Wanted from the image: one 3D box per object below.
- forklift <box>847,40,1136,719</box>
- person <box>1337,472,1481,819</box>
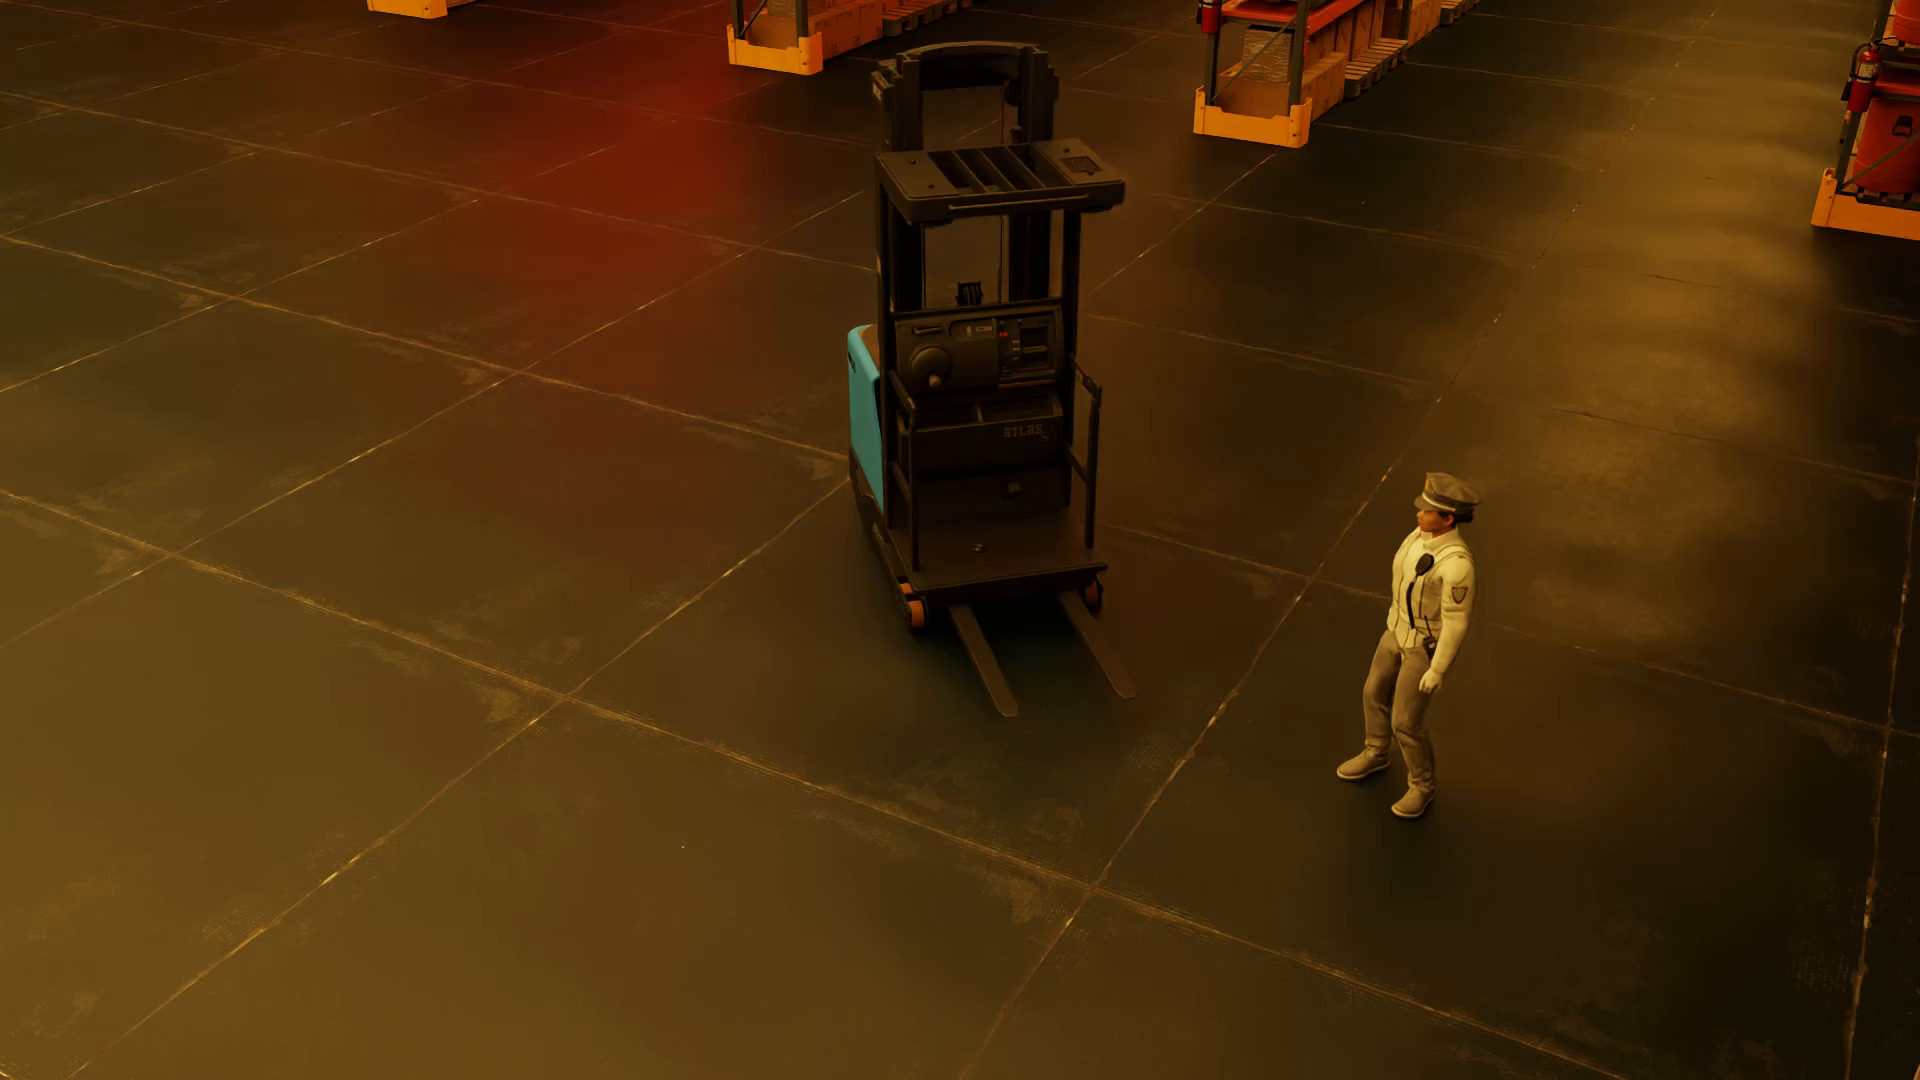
[{"bbox_3d":[0.166,-0.988,8.783,1.130,2.935,3.031,-7,31,-13],"label":"forklift"},{"bbox_3d":[2.040,0.468,7.537,0.414,1.671,0.545,-4,30,-6],"label":"person"}]
